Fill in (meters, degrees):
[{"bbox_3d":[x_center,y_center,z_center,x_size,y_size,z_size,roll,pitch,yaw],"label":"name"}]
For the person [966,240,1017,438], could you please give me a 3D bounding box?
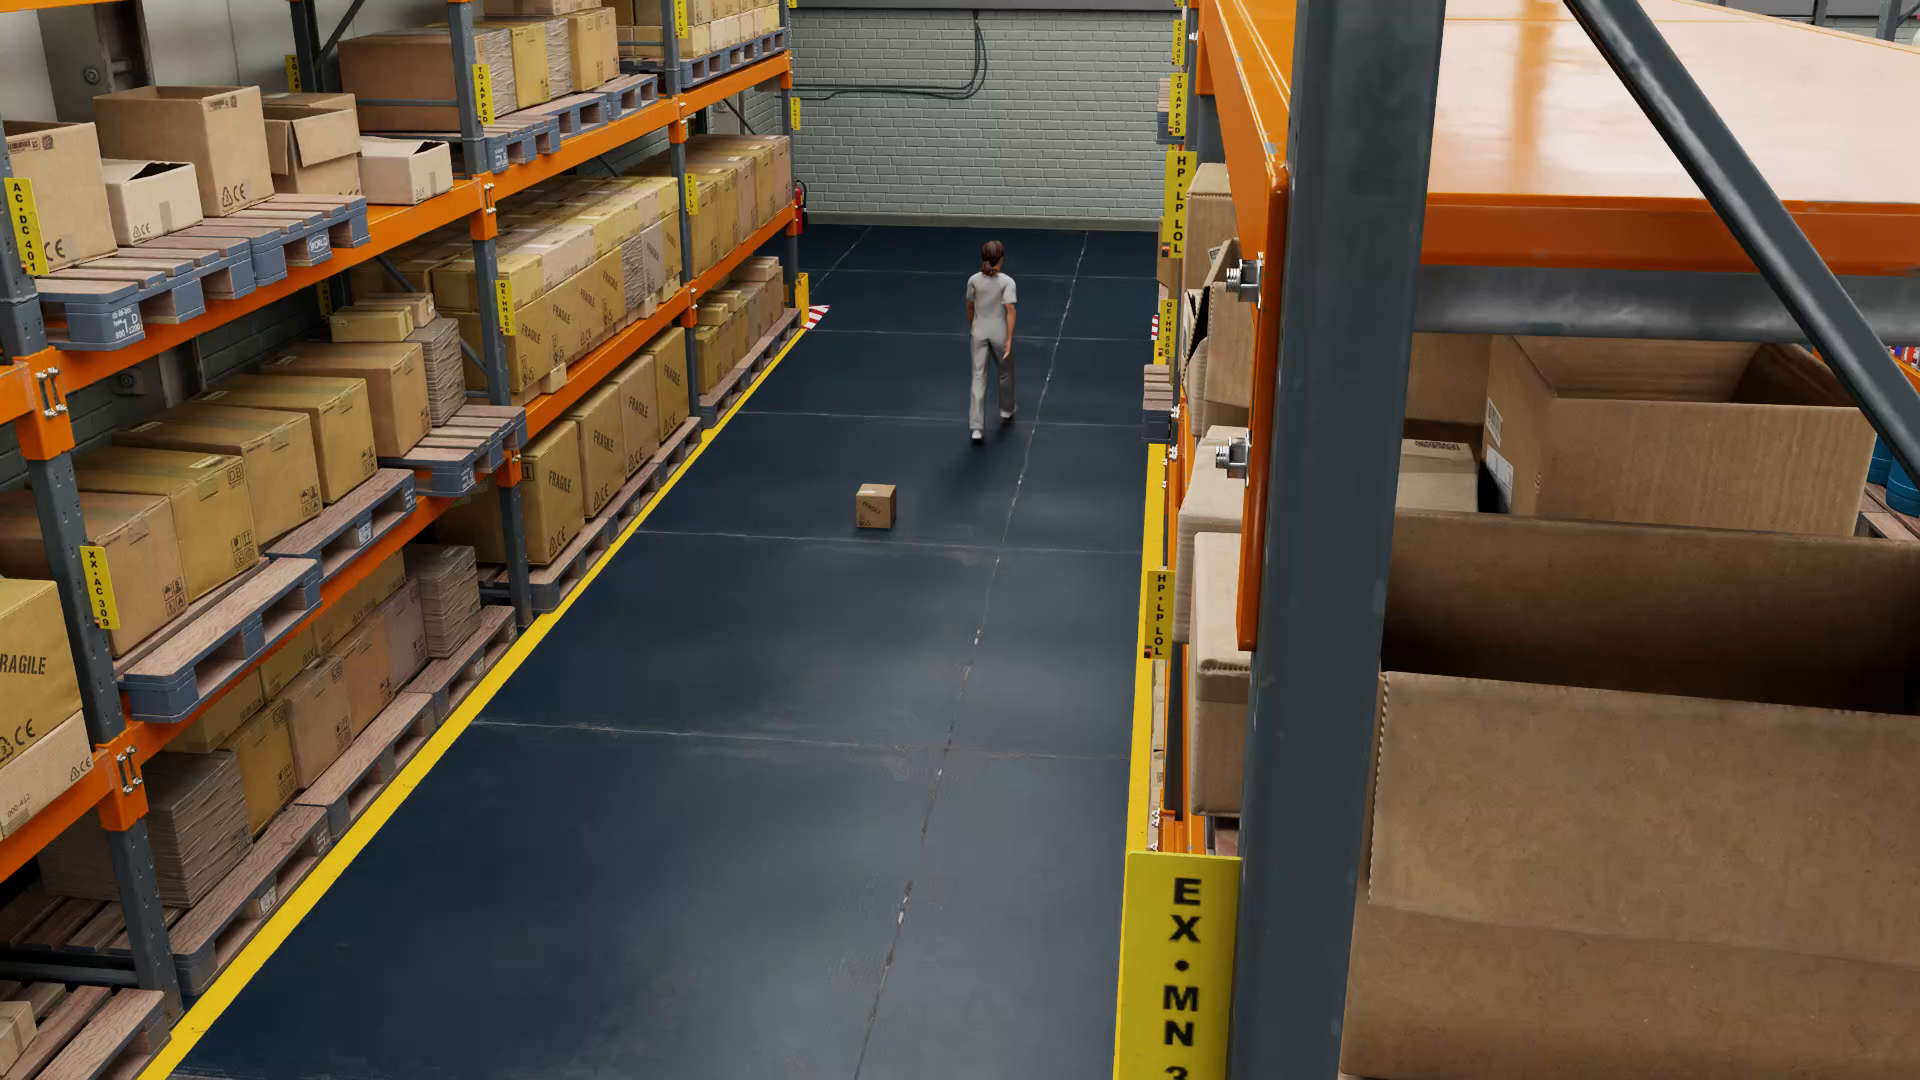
[{"bbox_3d":[0.275,-1.737,14.040,0.467,1.601,1.052,5,22,12],"label":"person"}]
